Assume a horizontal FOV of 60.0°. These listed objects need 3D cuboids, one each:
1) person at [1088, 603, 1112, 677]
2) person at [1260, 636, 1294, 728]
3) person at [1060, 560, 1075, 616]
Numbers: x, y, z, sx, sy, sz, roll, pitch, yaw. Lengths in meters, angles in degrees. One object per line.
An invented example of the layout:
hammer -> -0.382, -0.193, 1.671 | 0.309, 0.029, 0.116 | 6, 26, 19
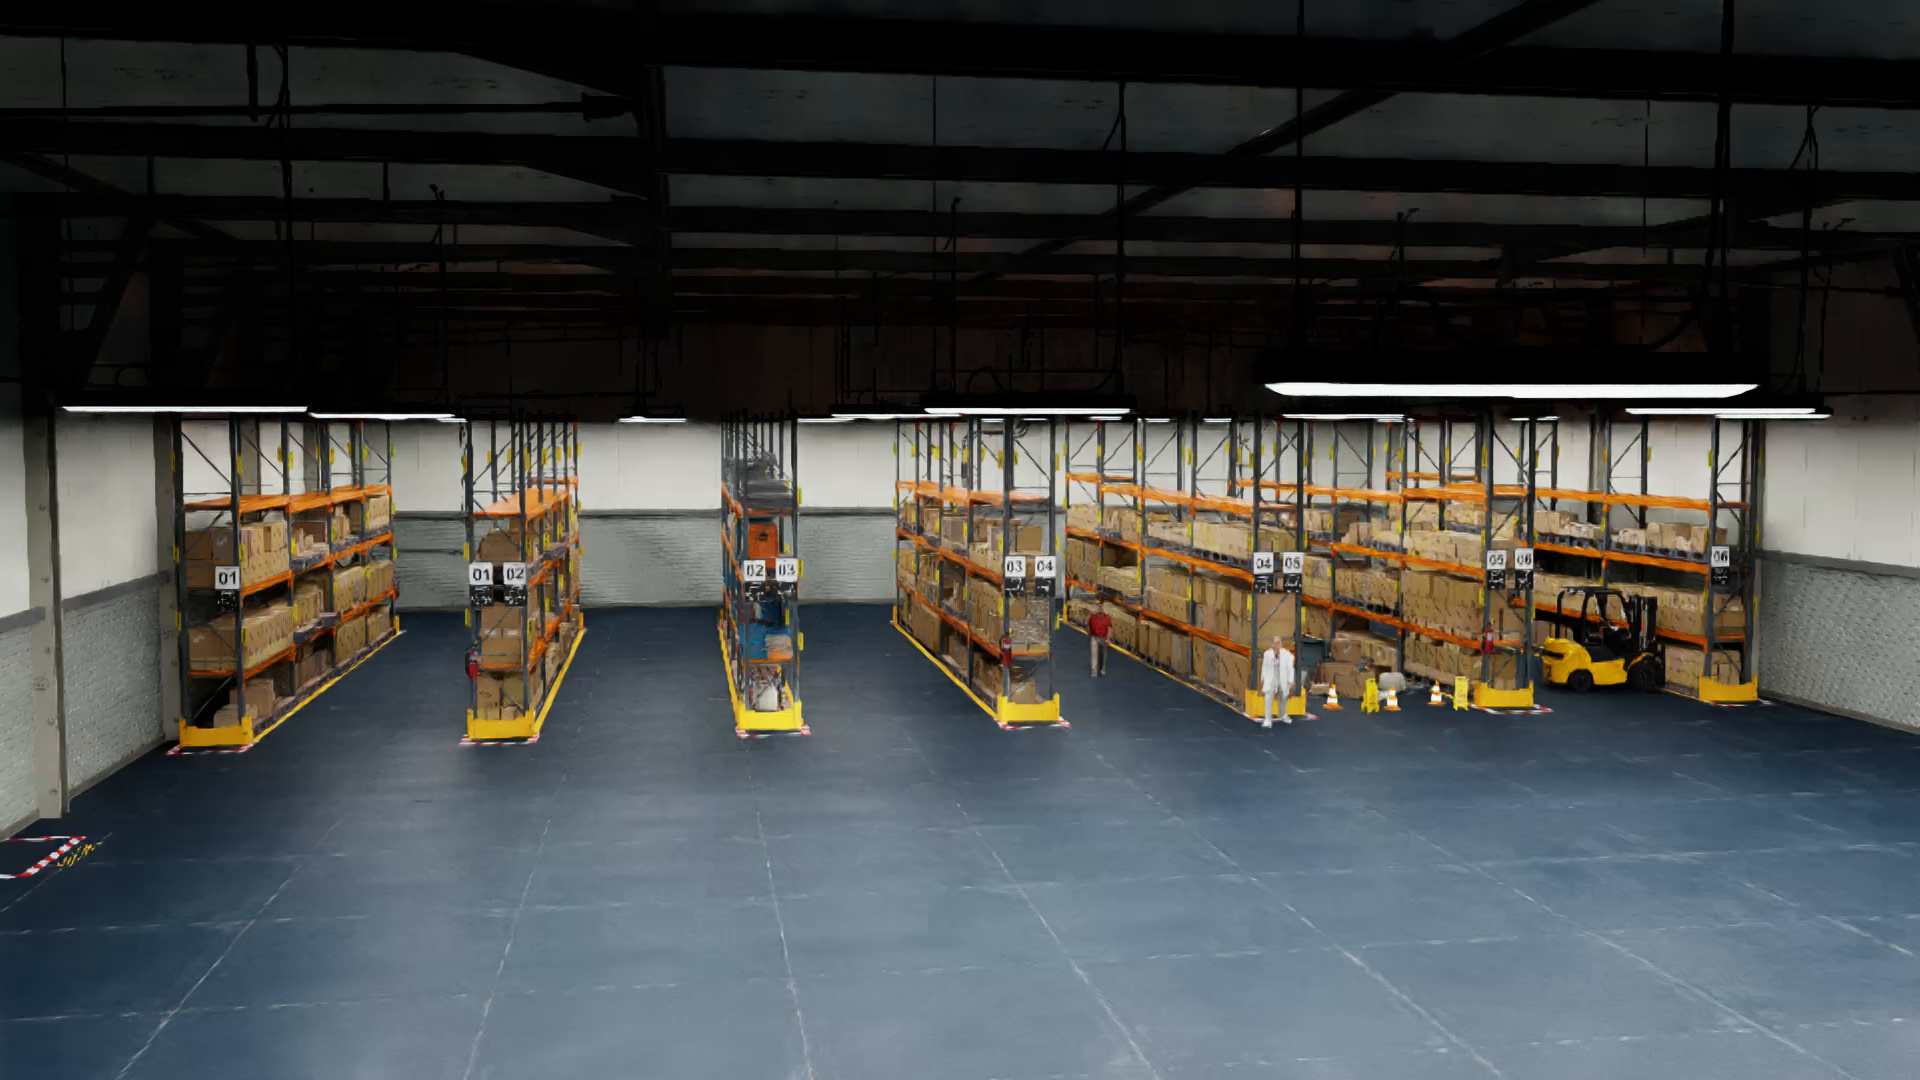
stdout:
person -> 3.174, 2.253, 37.653 | 0.533, 1.656, 1.040 | 0, 4, -1
person -> 5.994, 2.673, 31.436 | 0.635, 1.729, 1.045 | 1, 4, 12
person -> 3.294, 1.436, 49.626 | 0.547, 1.663, 0.617 | -3, 5, -38
